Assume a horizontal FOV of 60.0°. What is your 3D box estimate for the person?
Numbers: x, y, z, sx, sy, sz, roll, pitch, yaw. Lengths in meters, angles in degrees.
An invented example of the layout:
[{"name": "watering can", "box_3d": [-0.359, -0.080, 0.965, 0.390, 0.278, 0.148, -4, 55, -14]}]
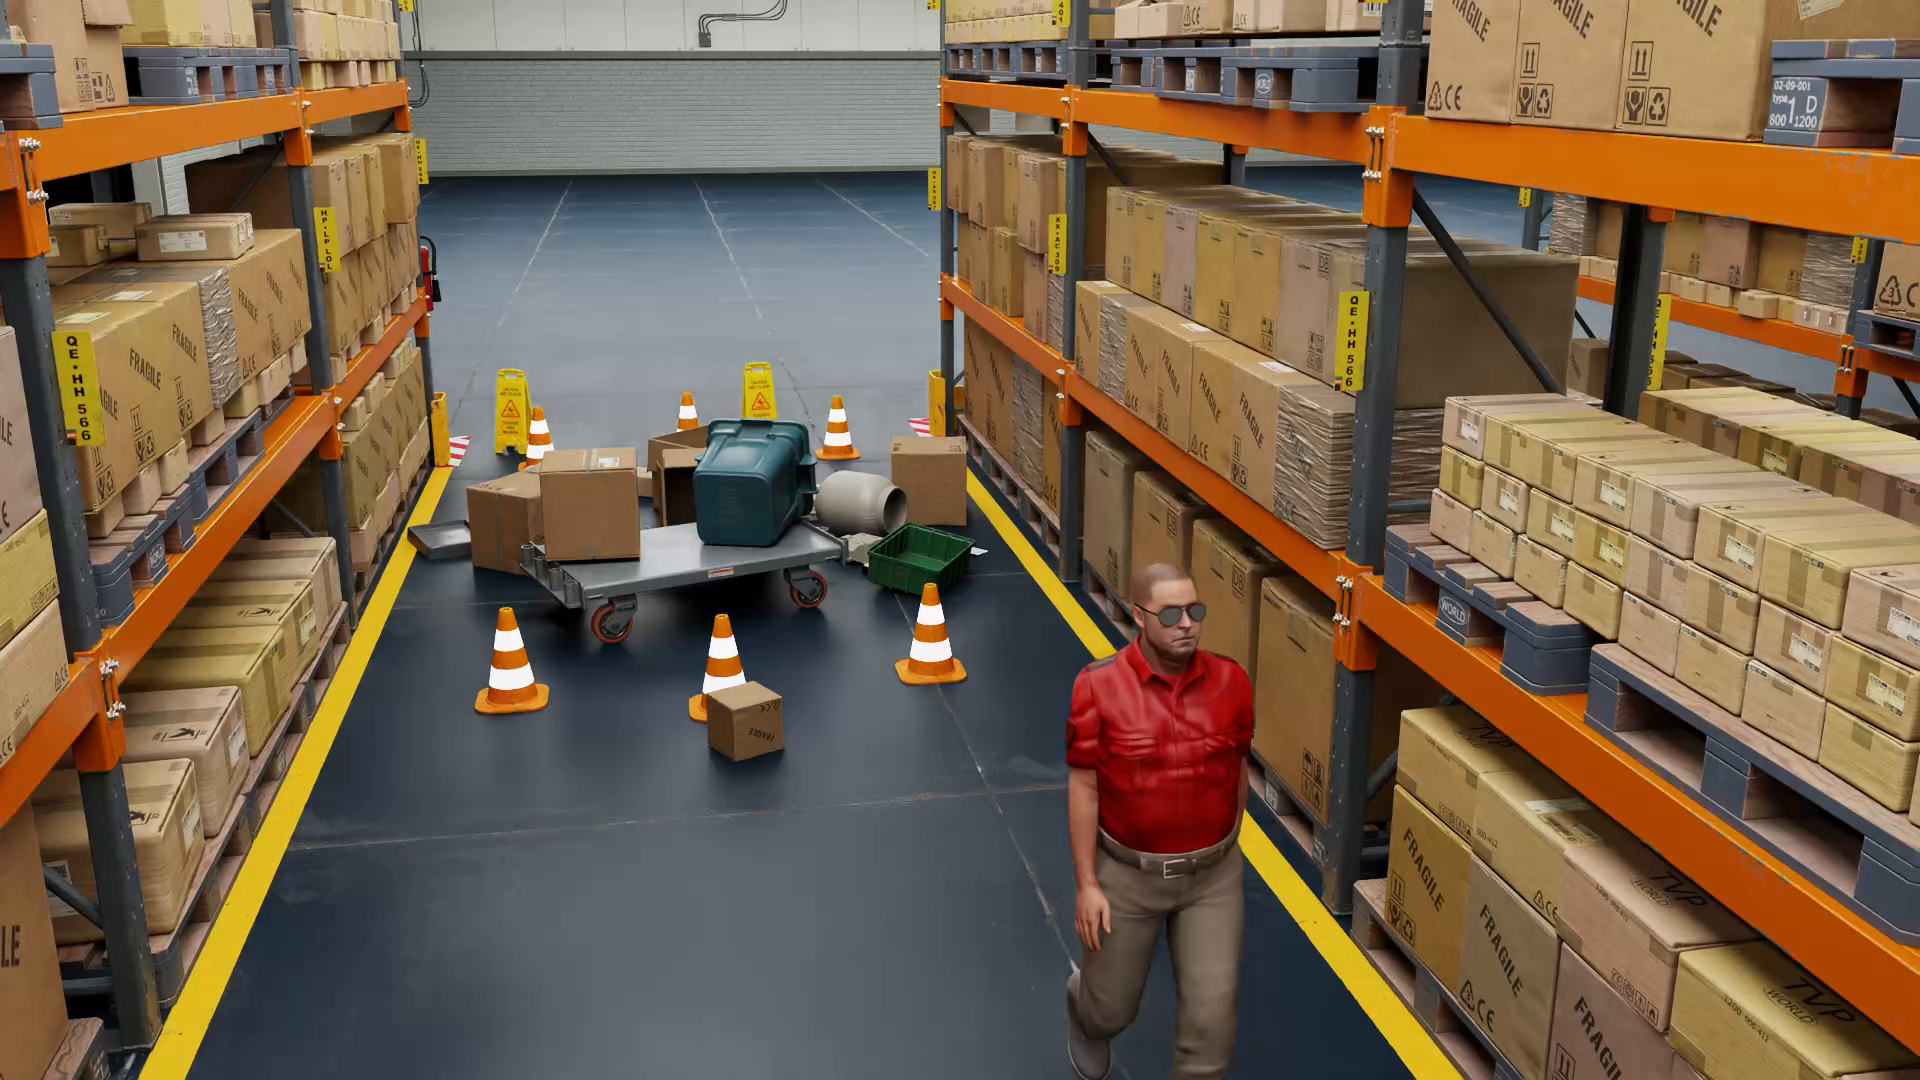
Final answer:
[{"name": "person", "box_3d": [0.539, 0.880, 4.506, 0.520, 1.689, 0.836, -2, 16, -6]}]
